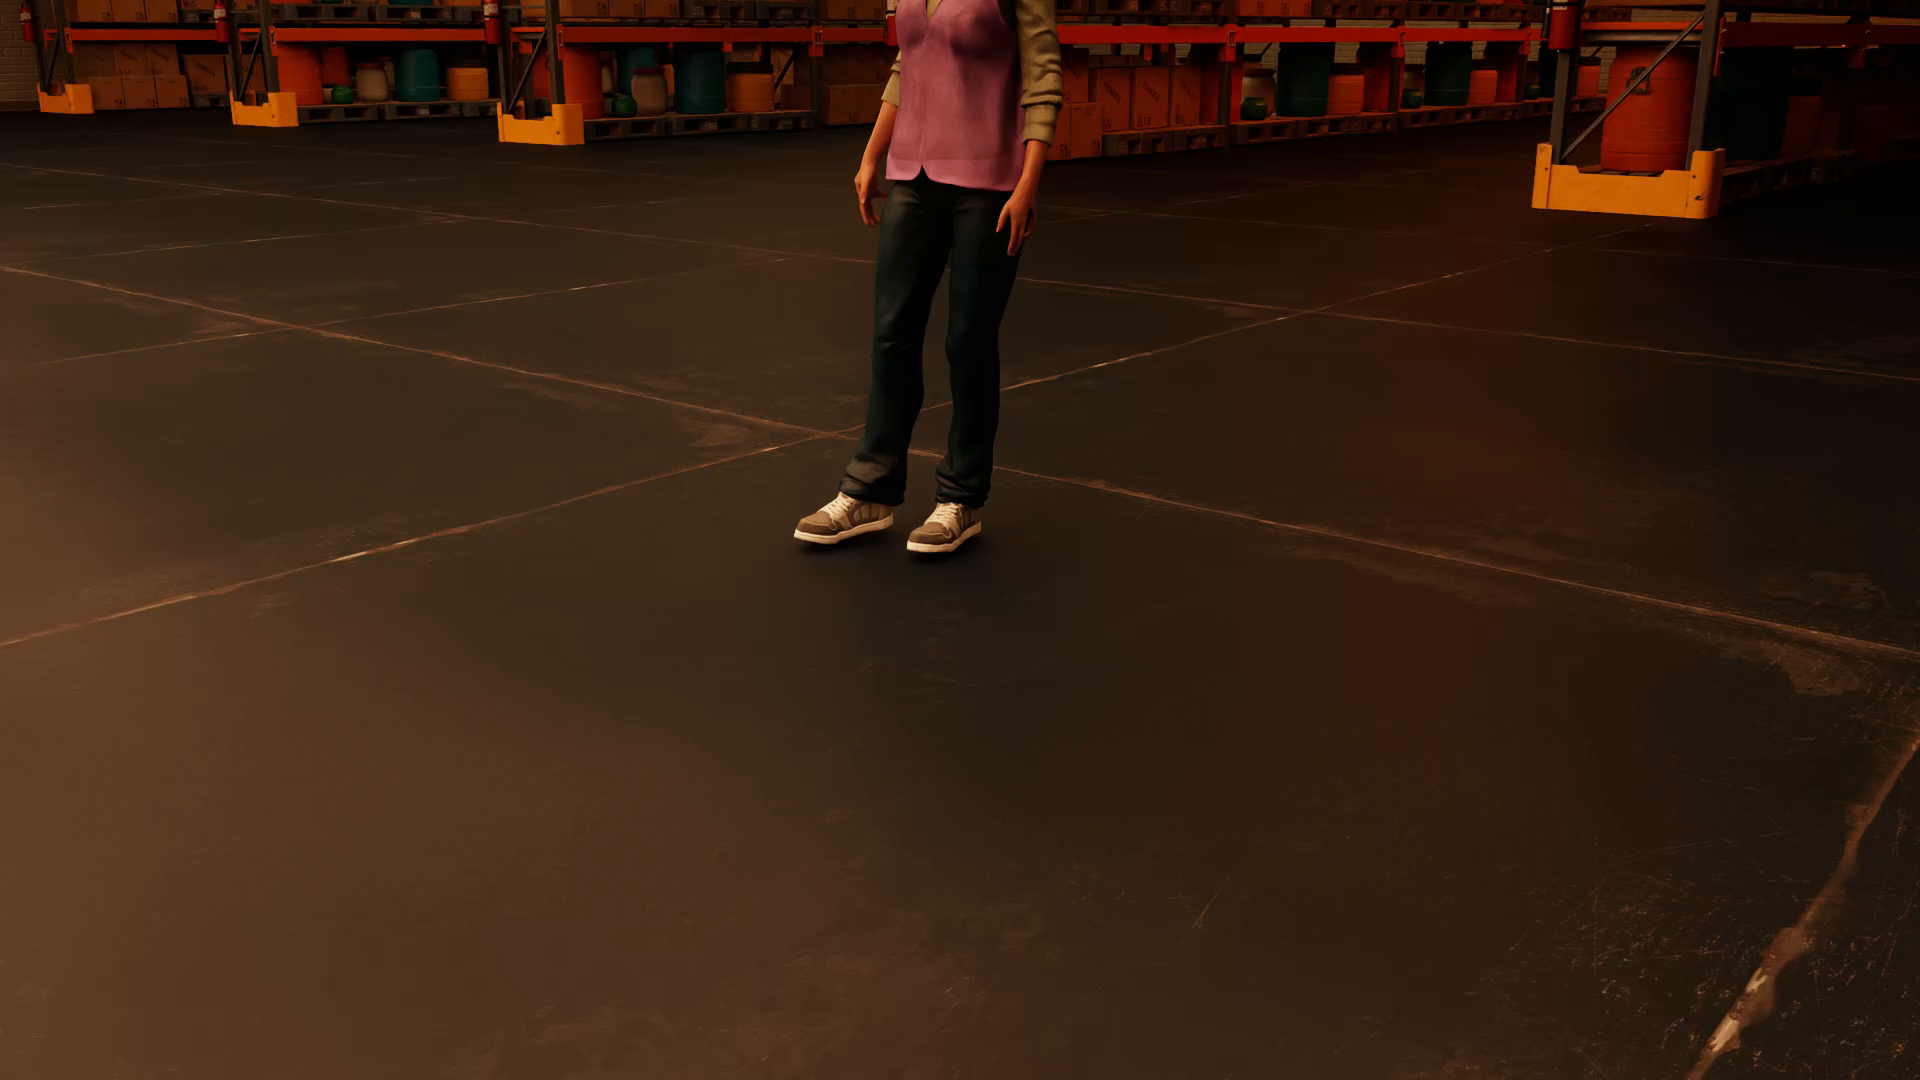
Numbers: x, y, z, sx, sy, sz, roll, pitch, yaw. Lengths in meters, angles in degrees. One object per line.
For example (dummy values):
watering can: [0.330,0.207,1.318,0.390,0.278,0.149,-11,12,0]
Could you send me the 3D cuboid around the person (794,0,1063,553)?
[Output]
person: [-0.059,-0.756,3.662,0.520,1.595,0.473,13,21,37]
